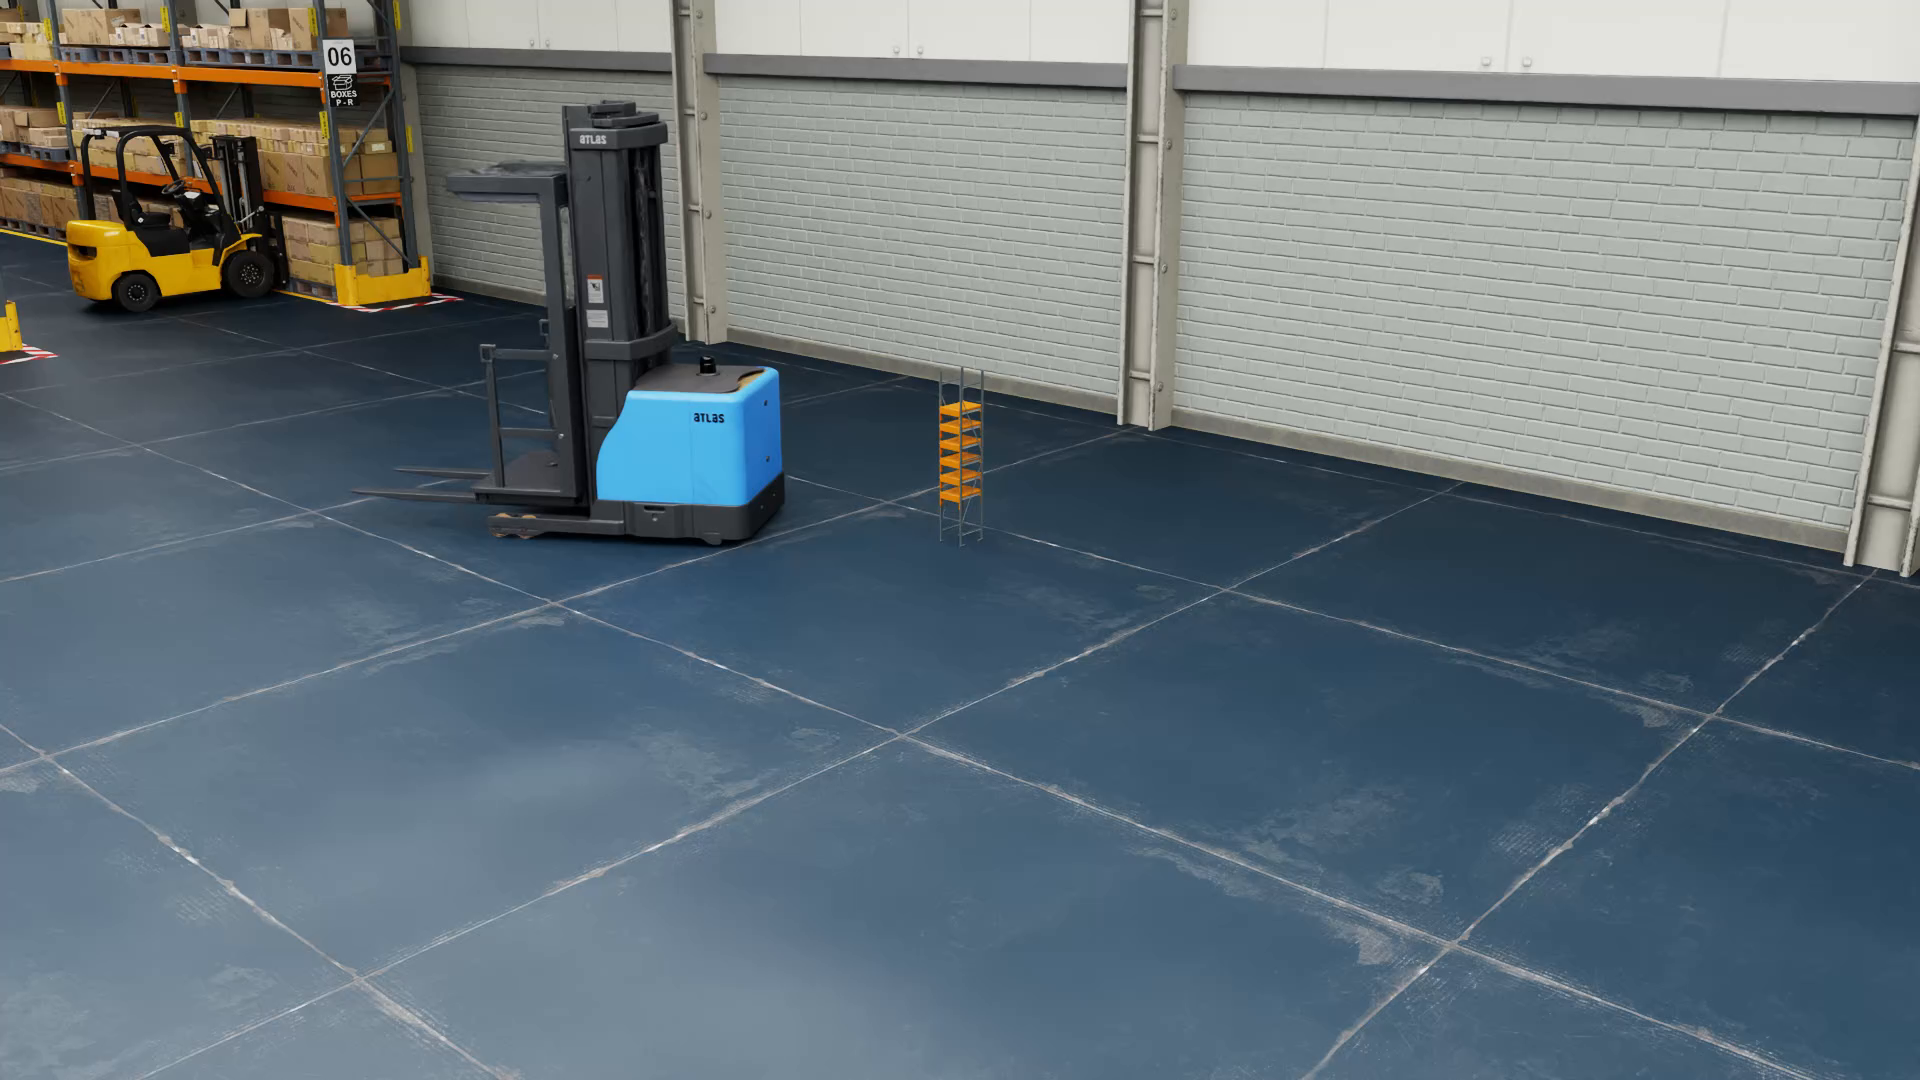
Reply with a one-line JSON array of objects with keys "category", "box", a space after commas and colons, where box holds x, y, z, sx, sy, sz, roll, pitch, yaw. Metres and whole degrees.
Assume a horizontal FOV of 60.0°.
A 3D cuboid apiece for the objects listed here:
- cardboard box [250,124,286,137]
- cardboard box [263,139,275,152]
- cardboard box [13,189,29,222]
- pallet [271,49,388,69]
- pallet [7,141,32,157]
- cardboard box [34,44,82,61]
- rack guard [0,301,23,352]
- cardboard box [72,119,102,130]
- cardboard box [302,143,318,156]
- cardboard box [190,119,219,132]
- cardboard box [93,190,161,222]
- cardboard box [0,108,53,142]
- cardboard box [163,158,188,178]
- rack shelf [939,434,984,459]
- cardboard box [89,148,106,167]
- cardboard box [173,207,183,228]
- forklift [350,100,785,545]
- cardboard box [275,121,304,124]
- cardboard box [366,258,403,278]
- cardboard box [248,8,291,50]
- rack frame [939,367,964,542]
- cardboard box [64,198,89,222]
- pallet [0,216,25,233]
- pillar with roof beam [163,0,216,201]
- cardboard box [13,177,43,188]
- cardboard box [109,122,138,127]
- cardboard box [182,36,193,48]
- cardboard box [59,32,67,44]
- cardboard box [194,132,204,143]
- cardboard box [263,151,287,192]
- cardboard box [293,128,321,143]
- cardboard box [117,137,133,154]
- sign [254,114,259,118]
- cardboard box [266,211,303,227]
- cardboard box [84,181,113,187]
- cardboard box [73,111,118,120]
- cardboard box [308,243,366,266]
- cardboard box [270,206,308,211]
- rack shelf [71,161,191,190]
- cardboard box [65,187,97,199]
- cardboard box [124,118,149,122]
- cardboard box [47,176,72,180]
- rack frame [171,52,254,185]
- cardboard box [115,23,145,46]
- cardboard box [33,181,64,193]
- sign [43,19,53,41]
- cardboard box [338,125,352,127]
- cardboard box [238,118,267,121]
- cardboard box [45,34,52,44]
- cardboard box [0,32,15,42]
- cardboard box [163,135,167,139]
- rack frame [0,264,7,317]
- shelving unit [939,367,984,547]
[{"category": "cardboard box", "box": [-9.135, -5.414, 21.984, 0.250, 0.149, 0.380, 15, 23, 39]}, {"category": "cardboard box", "box": [-8.821, -5.146, 21.629, 0.250, 0.149, 0.380, 15, 23, 40]}, {"category": "cardboard box", "box": [-15.387, -5.595, 27.720, 0.500, 0.500, 0.500, 14, 22, 38]}, {"category": "pallet", "box": [-7.911, -6.066, 20.954, 1.213, 0.211, 1.003, 15, 23, 39]}, {"category": "pallet", "box": [-14.841, -6.435, 27.246, 1.213, 0.211, 1.003, 15, 23, 39]}, {"category": "cardboard box", "box": [-13.928, -7.543, 25.710, 0.500, 0.250, 0.500, 14, 22, 37]}, {"category": "rack guard", "box": [-10.748, -2.231, 17.814, 0.348, 0.500, 1.175, 15, 23, 39]}, {"category": "cardboard box", "box": [-13.340, -6.363, 25.465, 0.250, 0.149, 0.380, 16, 24, 41]}, {"category": "cardboard box", "box": [-8.056, -4.938, 20.975, 0.250, 0.149, 0.380, 16, 23, 40]}, {"category": "cardboard box", "box": [-10.350, -5.701, 22.888, 0.250, 0.149, 0.380, 16, 23, 40]}, {"category": "cardboard box", "box": [-12.926, -5.077, 25.881, 0.625, 0.625, 0.875, 16, 24, 41]}, {"category": "cardboard box", "box": [-15.187, -6.778, 27.152, 0.500, 0.500, 0.700, 15, 23, 39]}, {"category": "cardboard box", "box": [-10.942, -5.304, 23.614, 0.500, 0.250, 0.500, 16, 23, 40]}, {"category": "rack shelf", "box": [0.011, -0.641, 11.398, 0.180, 0.103, 0.258, 15, 23, 39]}, {"category": "cardboard box", "box": [-12.841, -5.819, 25.236, 0.500, 0.250, 0.500, 14, 23, 38]}, {"category": "cardboard box", "box": [-10.789, -4.504, 24.077, 0.625, 0.625, 0.875, 16, 24, 42]}, {"category": "forklift", "box": [-2.856, -1.558, 11.676, 3.031, 2.935, 1.130, 3, 18, 9]}, {"category": "cardboard box", "box": [-9.016, -5.572, 22.481, 0.250, 0.149, 0.380, 15, 23, 39]}, {"category": "cardboard box", "box": [-7.637, -3.563, 21.731, 0.500, 0.250, 0.500, 15, 23, 39]}, {"category": "cardboard box", "box": [-8.592, -6.518, 21.207, 0.500, 0.500, 0.700, 15, 23, 40]}, {"category": "rack frame", "box": [-0.058, -0.587, 11.479, 0.006, 1.200, 0.240, 15, 23, 39]}, {"category": "cardboard box", "box": [-13.842, -5.182, 26.419, 0.500, 0.500, 0.500, 16, 24, 41]}, {"category": "pallet", "box": [-15.741, -5.456, 28.455, 1.213, 0.211, 1.003, 15, 23, 39]}, {"category": "pillar with roof beam", "box": [-14.667, -7.964, 21.831, 0.400, 9.000, 9.100, 15, 23, 39]}, {"category": "cardboard box", "box": [-15.611, -5.987, 27.882, 0.250, 0.149, 0.380, 15, 23, 38]}, {"category": "cardboard box", "box": [-12.368, -6.106, 24.656, 0.250, 0.149, 0.380, 16, 23, 40]}, {"category": "cardboard box", "box": [-10.257, -6.733, 22.464, 0.250, 0.149, 0.380, 16, 23, 40]}, {"category": "cardboard box", "box": [-13.324, -7.564, 25.056, 0.250, 0.166, 0.380, 15, 23, 39]}, {"category": "cardboard box", "box": [-10.328, -5.567, 22.957, 0.250, 0.149, 0.380, 15, 23, 38]}, {"category": "cardboard box", "box": [-8.707, -4.827, 21.696, 0.500, 0.500, 0.500, 14, 23, 38]}, {"category": "cardboard box", "box": [-8.226, -5.142, 21.127, 0.250, 0.149, 0.380, 16, 23, 40]}, {"category": "cardboard box", "box": [-12.061, -5.852, 24.515, 0.500, 0.250, 0.500, 15, 23, 40]}, {"category": "sign", "box": [-10.024, -5.910, 23.713, 0.005, 0.325, 0.100, 15, 23, 39]}, {"category": "cardboard box", "box": [-9.095, -4.222, 22.156, 0.500, 0.250, 0.500, 14, 23, 38]}, {"category": "cardboard box", "box": [-14.128, -5.797, 27.284, 0.250, 0.149, 0.380, 14, 22, 37]}, {"category": "cardboard box", "box": [-13.664, -6.523, 26.348, 0.500, 0.500, 0.500, 16, 24, 42]}, {"category": "cardboard box", "box": [-7.971, -3.685, 21.290, 0.500, 0.250, 0.500, 15, 23, 39]}, {"category": "cardboard box", "box": [-9.137, -4.442, 22.847, 0.500, 0.250, 0.500, 15, 23, 40]}, {"category": "rack shelf", "box": [-11.887, -5.392, 24.833, 4.000, 0.370, 1.077, 15, 23, 39]}, {"category": "cardboard box", "box": [-13.921, -5.497, 26.338, 0.250, 0.149, 0.380, 14, 22, 37]}, {"category": "cardboard box", "box": [-12.582, -6.381, 25.522, 0.250, 0.149, 0.380, 15, 23, 39]}, {"category": "cardboard box", "box": [-15.141, -6.038, 28.044, 0.250, 0.149, 0.380, 16, 24, 41]}, {"category": "rack frame", "box": [-10.391, -5.334, 23.459, 0.127, 3.000, 1.000, 15, 23, 39]}, {"category": "cardboard box", "box": [-11.669, -7.213, 23.710, 0.500, 0.311, 0.500, 14, 22, 37]}, {"category": "cardboard box", "box": [-14.894, -5.769, 27.197, 0.250, 0.149, 0.380, 14, 22, 37]}, {"category": "sign", "box": [-13.745, -7.691, 25.072, 0.005, 0.325, 0.100, 15, 23, 39]}, {"category": "cardboard box", "box": [-8.064, -5.308, 21.649, 0.250, 0.149, 0.380, 15, 23, 40]}, {"category": "cardboard box", "box": [-9.792, -5.777, 23.126, 0.250, 0.149, 0.380, 14, 23, 38]}, {"category": "cardboard box", "box": [-13.808, -7.702, 25.551, 0.250, 0.149, 0.380, 16, 23, 40]}, {"category": "cardboard box", "box": [-15.249, -8.045, 26.599, 0.250, 0.149, 0.380, 16, 23, 40]}, {"category": "cardboard box", "box": [-11.147, -5.818, 23.746, 0.250, 0.149, 0.380, 15, 23, 39]}, {"category": "rack frame", "box": [-10.692, -3.407, 17.388, 0.127, 3.000, 1.000, 15, 23, 39]}, {"category": "shelving unit", "box": [0.011, -0.569, 11.421, 0.189, 1.200, 0.258, 15, 23, 39]}]
